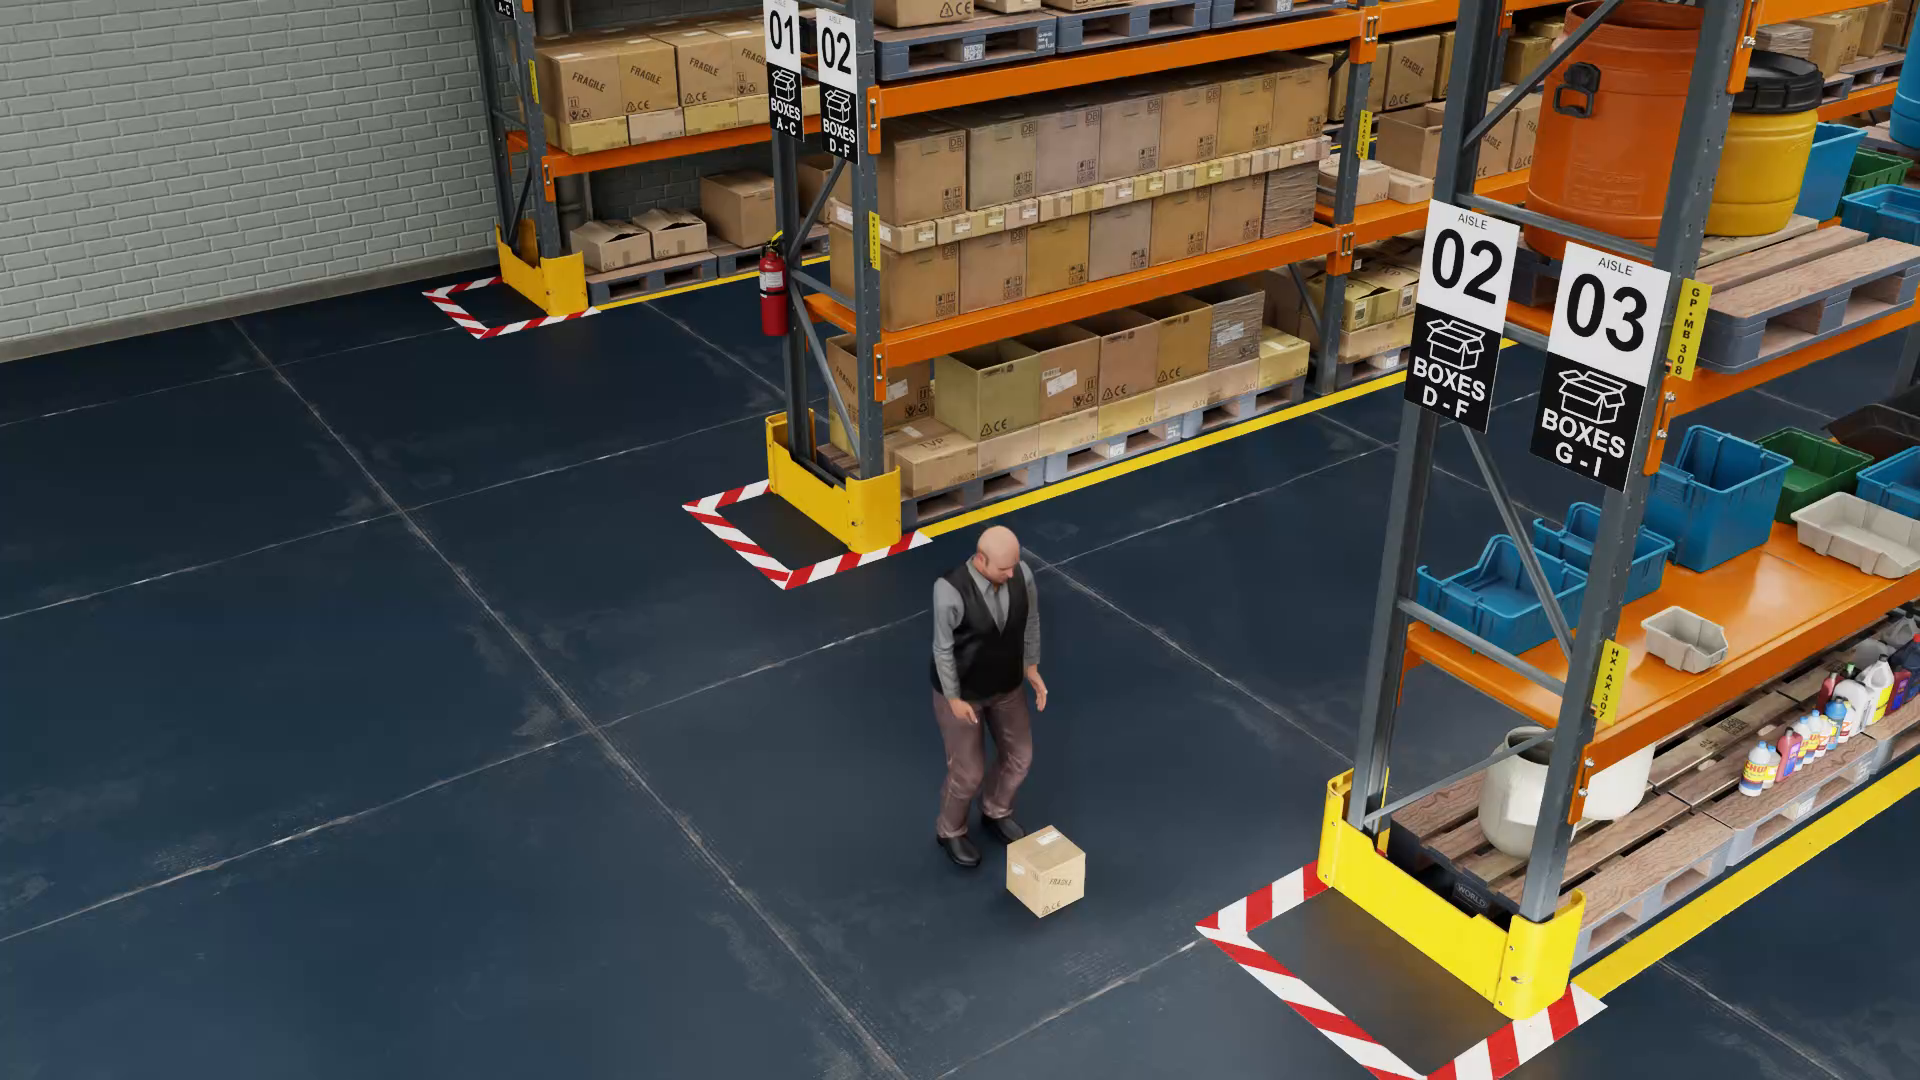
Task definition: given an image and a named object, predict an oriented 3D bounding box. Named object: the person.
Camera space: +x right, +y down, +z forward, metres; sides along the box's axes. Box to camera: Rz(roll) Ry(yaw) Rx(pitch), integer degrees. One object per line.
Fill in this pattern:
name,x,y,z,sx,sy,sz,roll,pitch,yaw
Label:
person,0.117,0.661,7.476,0.552,1.685,0.403,-18,33,-29
